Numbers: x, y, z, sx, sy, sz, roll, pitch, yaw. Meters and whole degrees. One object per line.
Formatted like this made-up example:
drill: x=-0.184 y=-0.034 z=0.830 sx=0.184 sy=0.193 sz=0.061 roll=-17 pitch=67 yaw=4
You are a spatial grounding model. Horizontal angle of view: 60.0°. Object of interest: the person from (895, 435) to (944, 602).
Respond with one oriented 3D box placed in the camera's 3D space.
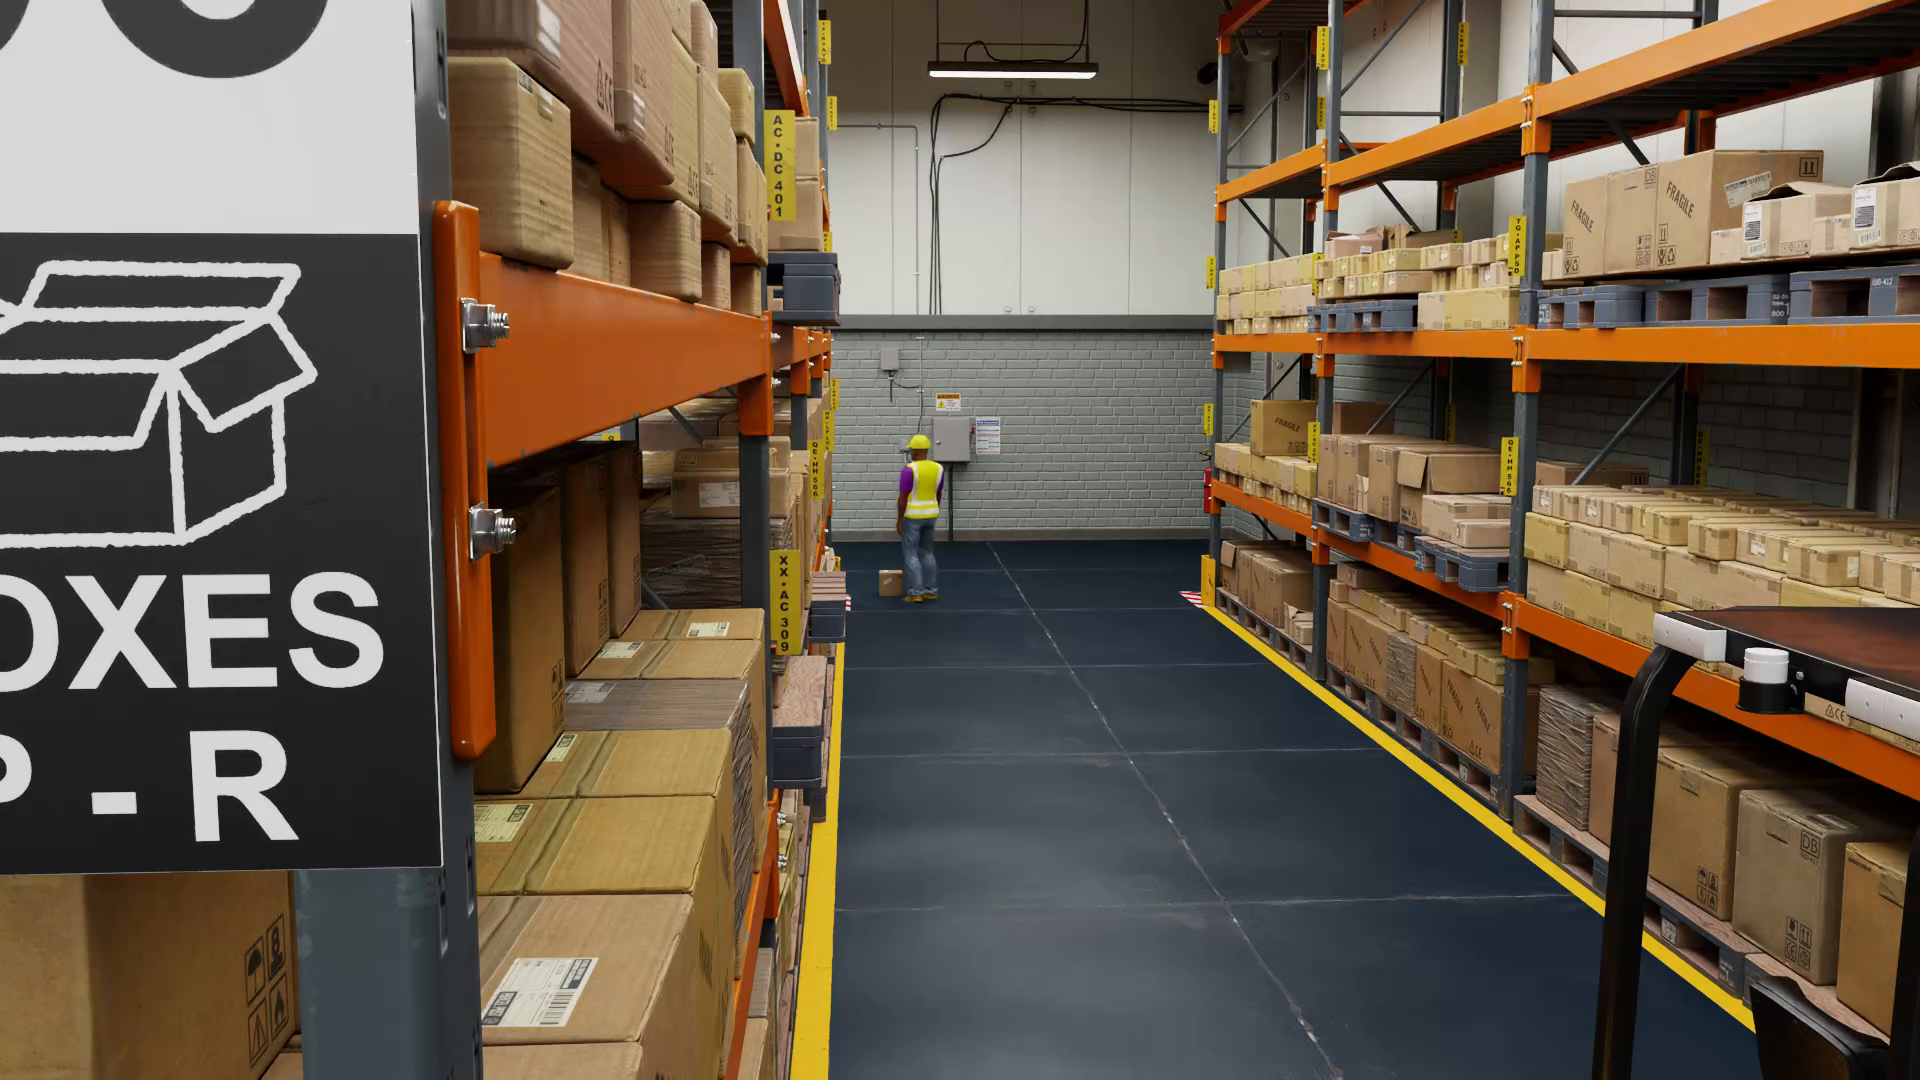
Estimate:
person: x=-0.443 y=-0.224 z=17.630 sx=0.567 sy=1.780 sz=0.376 roll=-6 pitch=9 yaw=-39
